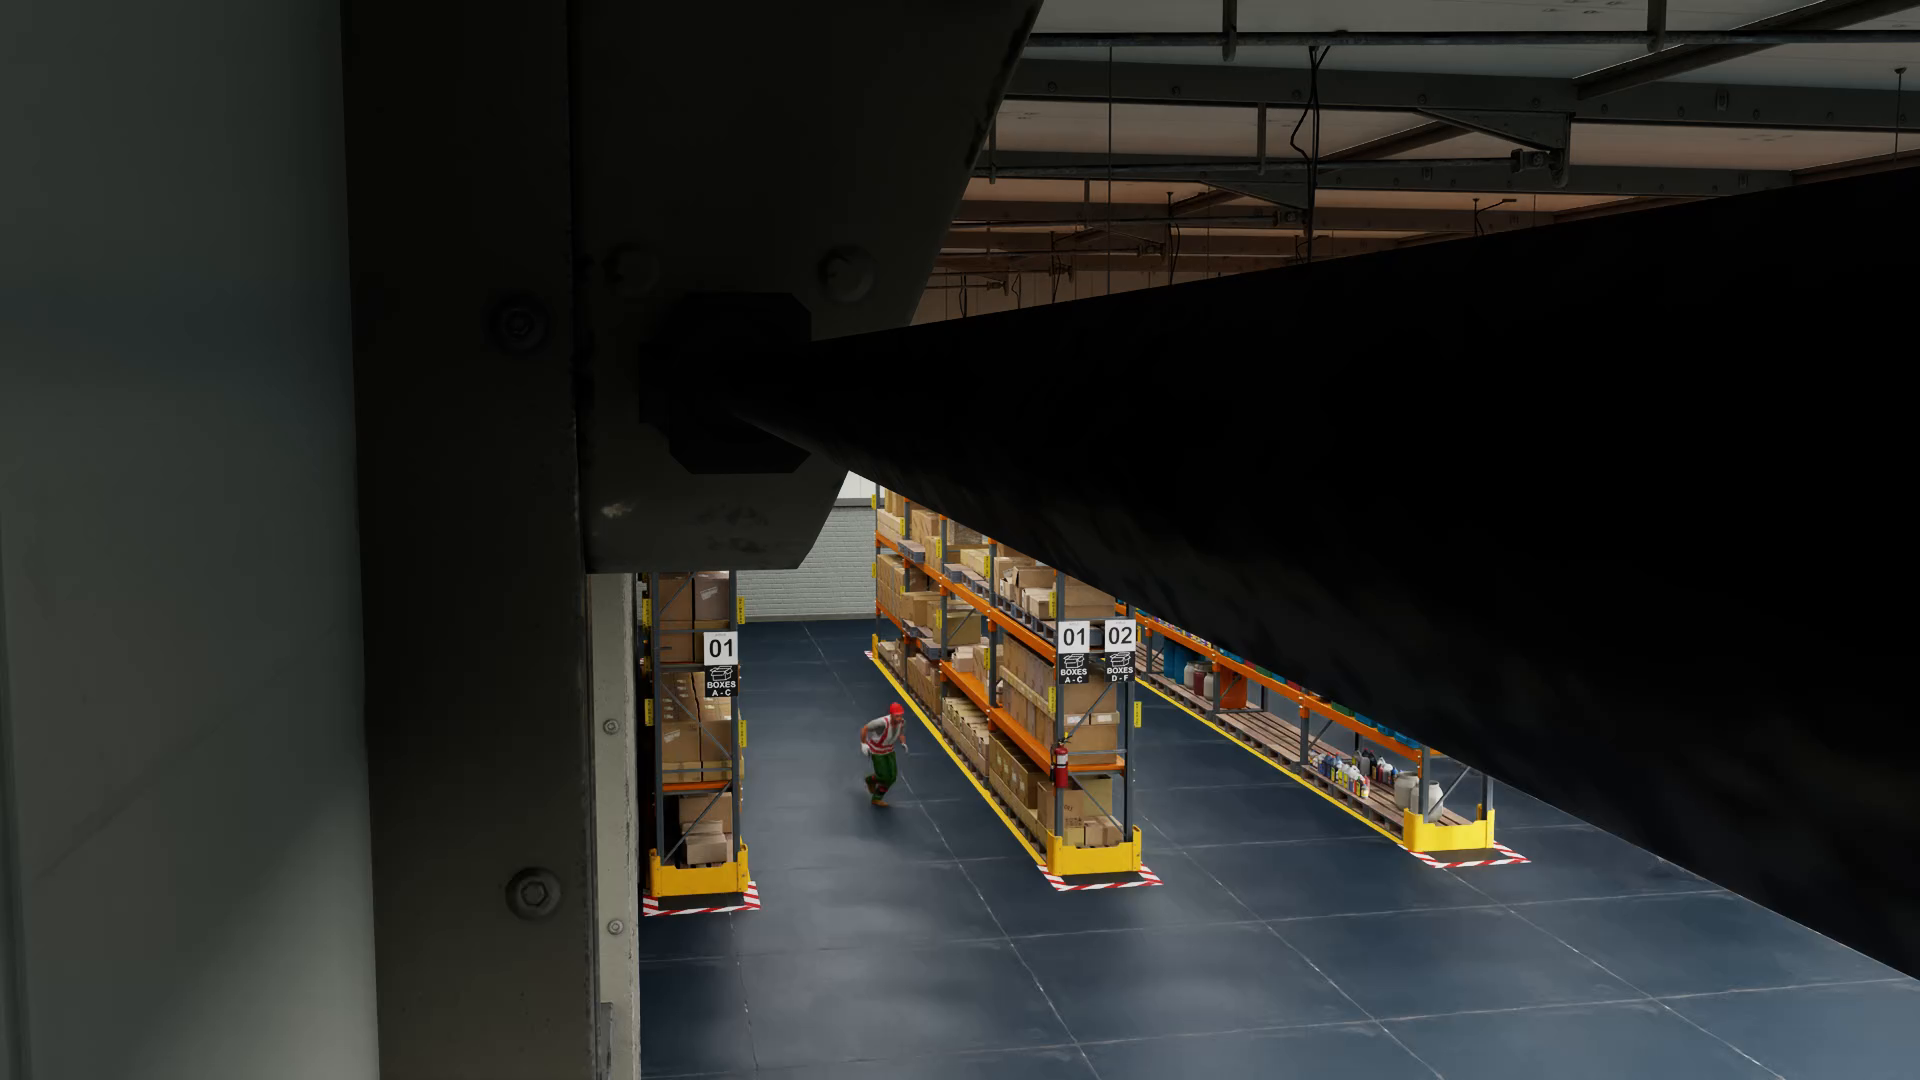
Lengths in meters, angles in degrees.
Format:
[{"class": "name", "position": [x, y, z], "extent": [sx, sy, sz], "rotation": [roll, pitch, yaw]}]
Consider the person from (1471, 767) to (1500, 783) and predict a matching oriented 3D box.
[{"class": "person", "position": [8.148, 2.873, 25.931], "extent": [0.604, 1.680, 0.970], "rotation": [-3, 6, -24]}]

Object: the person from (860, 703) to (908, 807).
[{"class": "person", "position": [-1.112, 3.095, 23.970], "extent": [0.686, 1.584, 0.893], "rotation": [-5, 7, -38]}]
